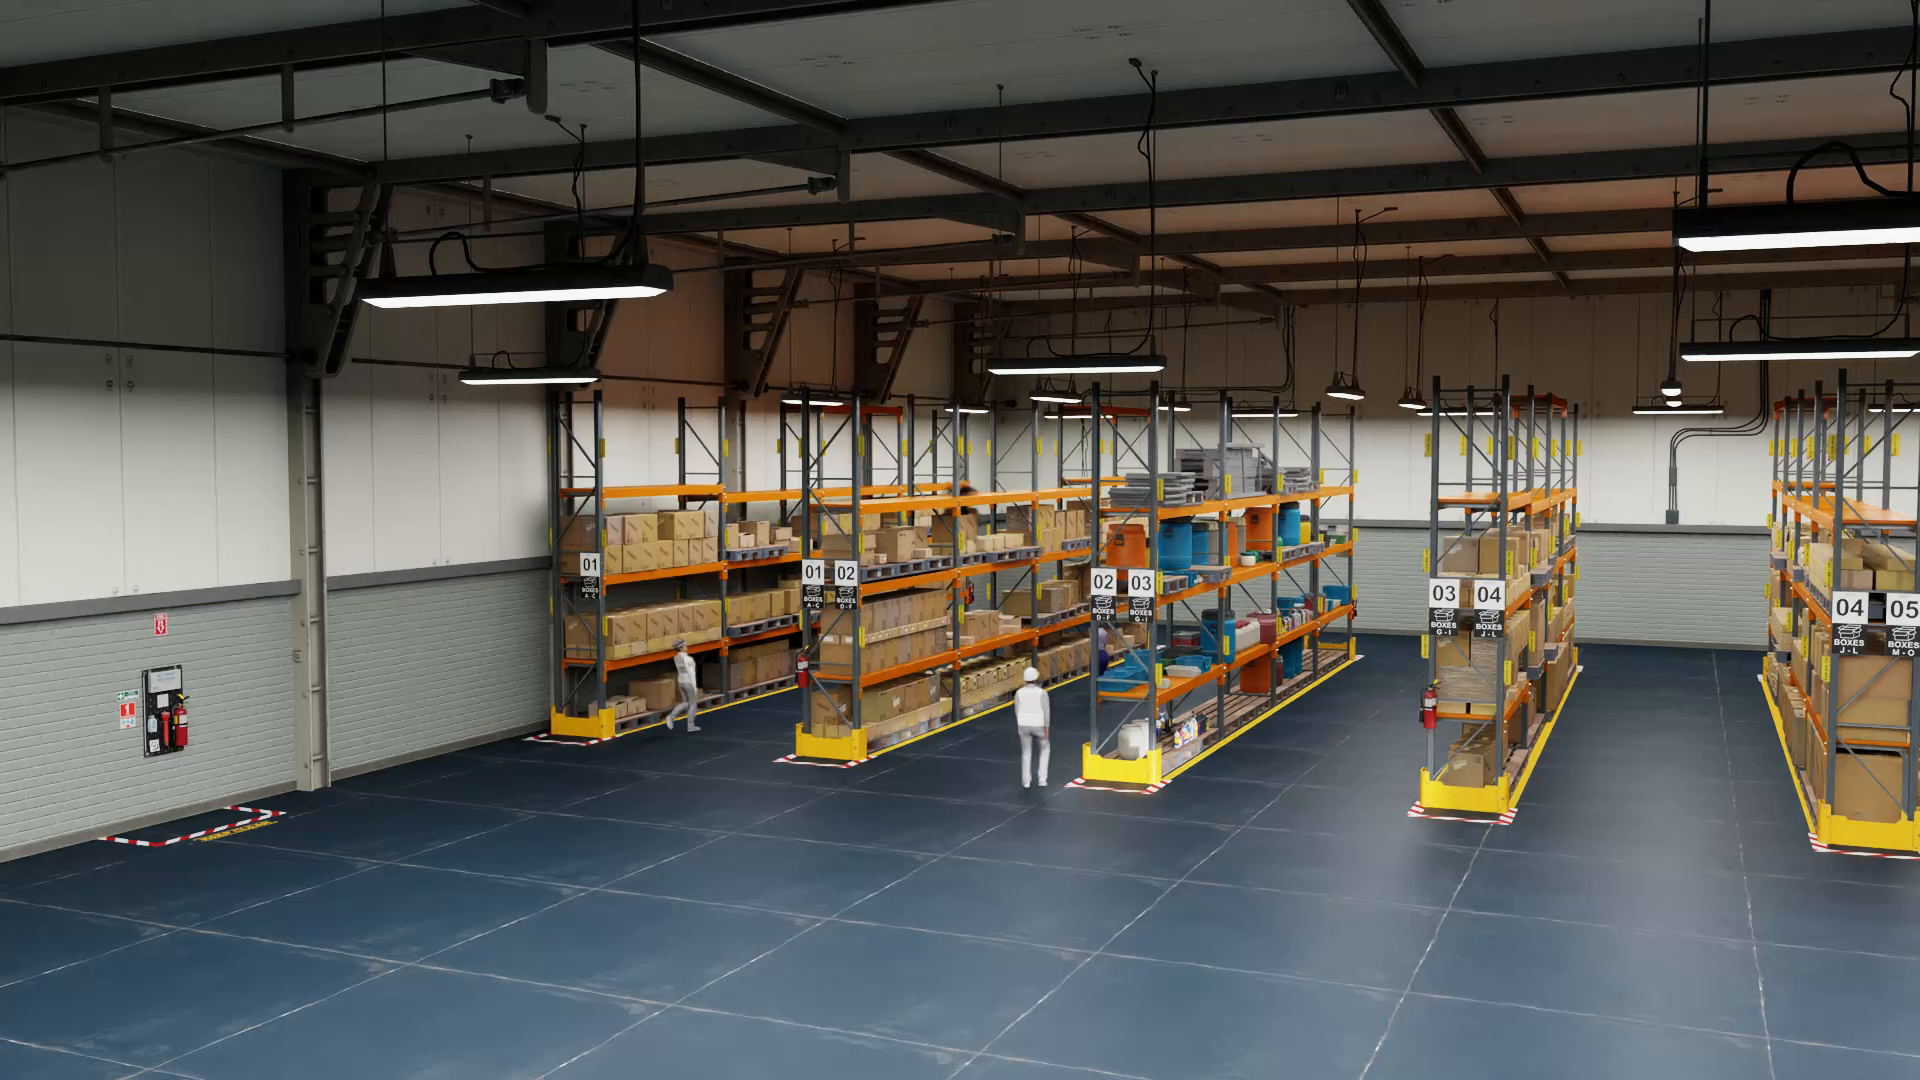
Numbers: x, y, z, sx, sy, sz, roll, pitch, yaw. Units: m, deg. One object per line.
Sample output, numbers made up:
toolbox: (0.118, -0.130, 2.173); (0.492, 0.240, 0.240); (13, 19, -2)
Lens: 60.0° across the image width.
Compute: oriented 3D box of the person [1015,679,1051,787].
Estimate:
person: (1.087, 2.800, 24.545); (0.560, 1.767, 0.517); (1, 3, 20)

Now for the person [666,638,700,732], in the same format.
person: (-4.813, 2.541, 29.167); (0.614, 1.671, 0.499); (-3, 4, -39)

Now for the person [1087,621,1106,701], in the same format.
person: (2.685, 2.362, 32.778); (0.327, 1.660, 0.485); (2, 4, 28)
